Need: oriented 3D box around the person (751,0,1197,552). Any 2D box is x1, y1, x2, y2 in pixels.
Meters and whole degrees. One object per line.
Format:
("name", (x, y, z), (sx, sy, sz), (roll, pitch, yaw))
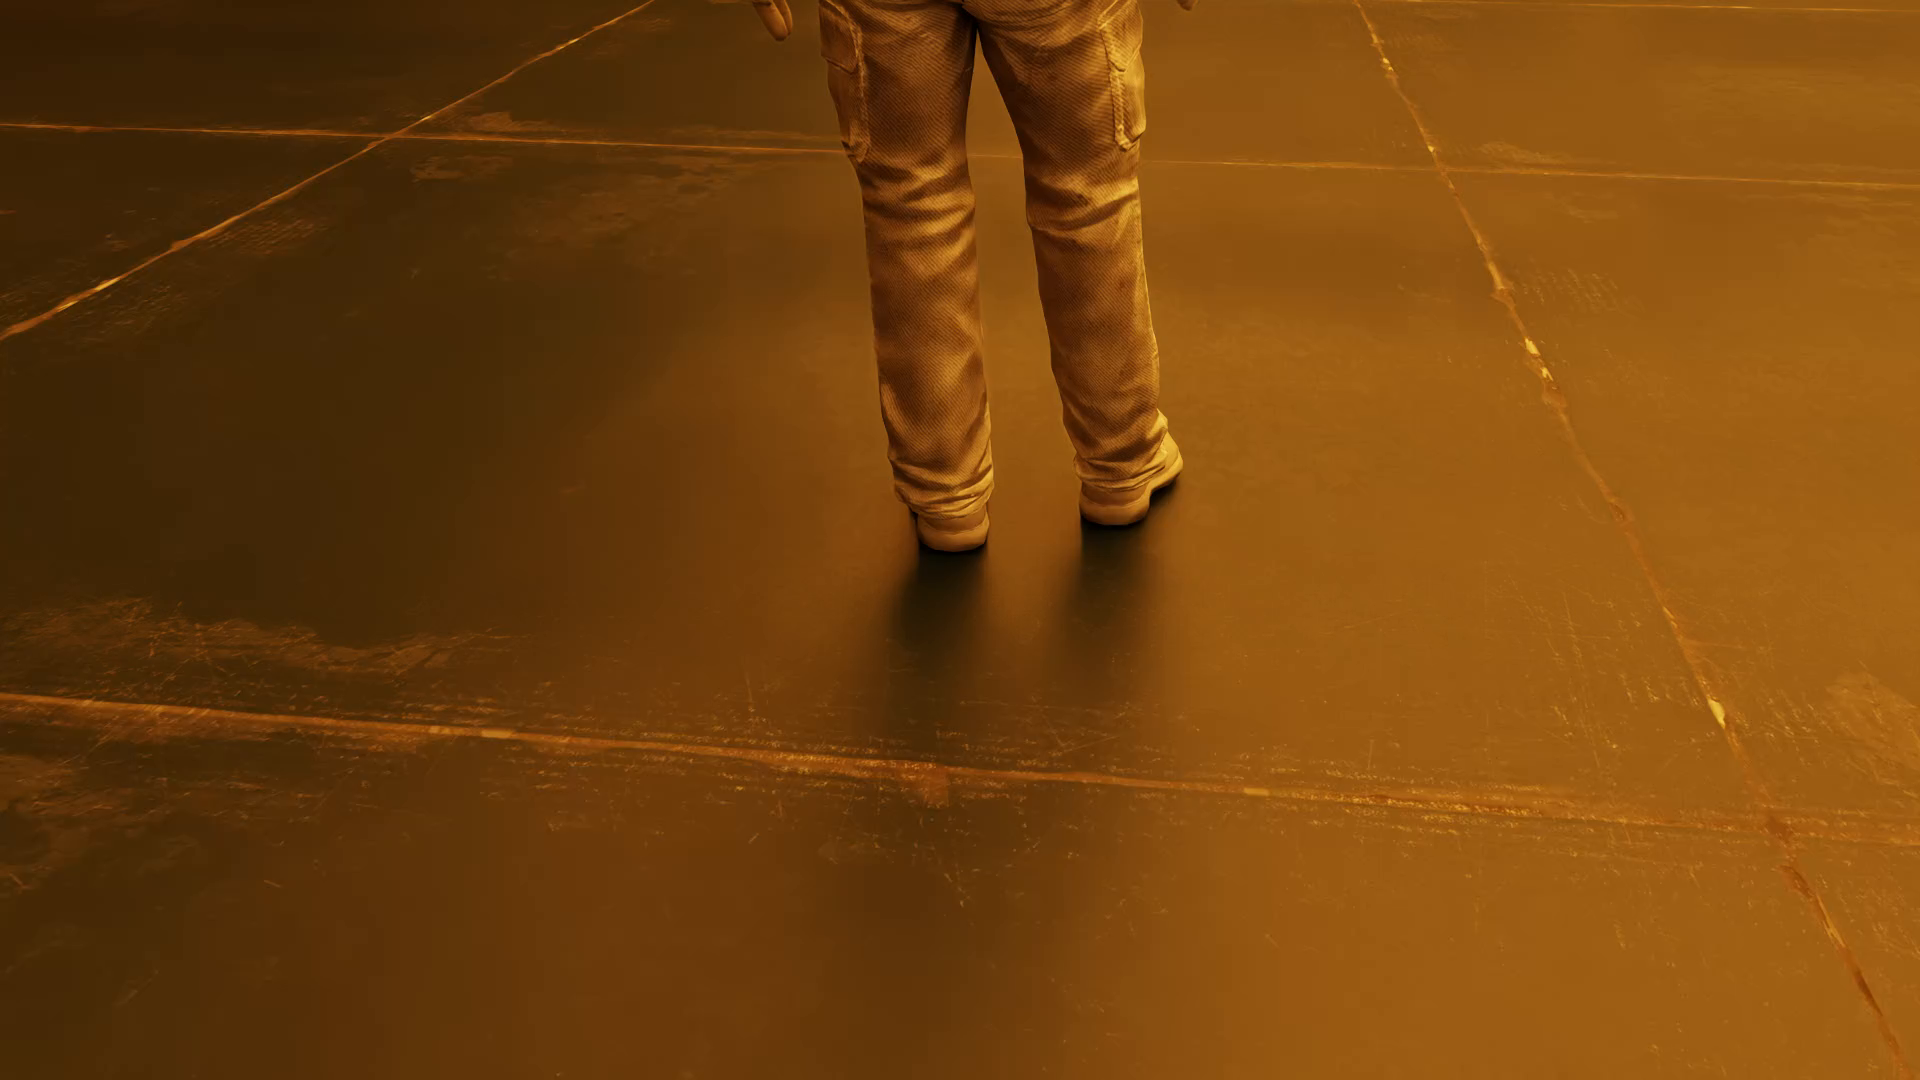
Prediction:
("person", (0.019, -0.836, 2.161), (0.656, 1.782, 0.577), (3, 27, 7))
